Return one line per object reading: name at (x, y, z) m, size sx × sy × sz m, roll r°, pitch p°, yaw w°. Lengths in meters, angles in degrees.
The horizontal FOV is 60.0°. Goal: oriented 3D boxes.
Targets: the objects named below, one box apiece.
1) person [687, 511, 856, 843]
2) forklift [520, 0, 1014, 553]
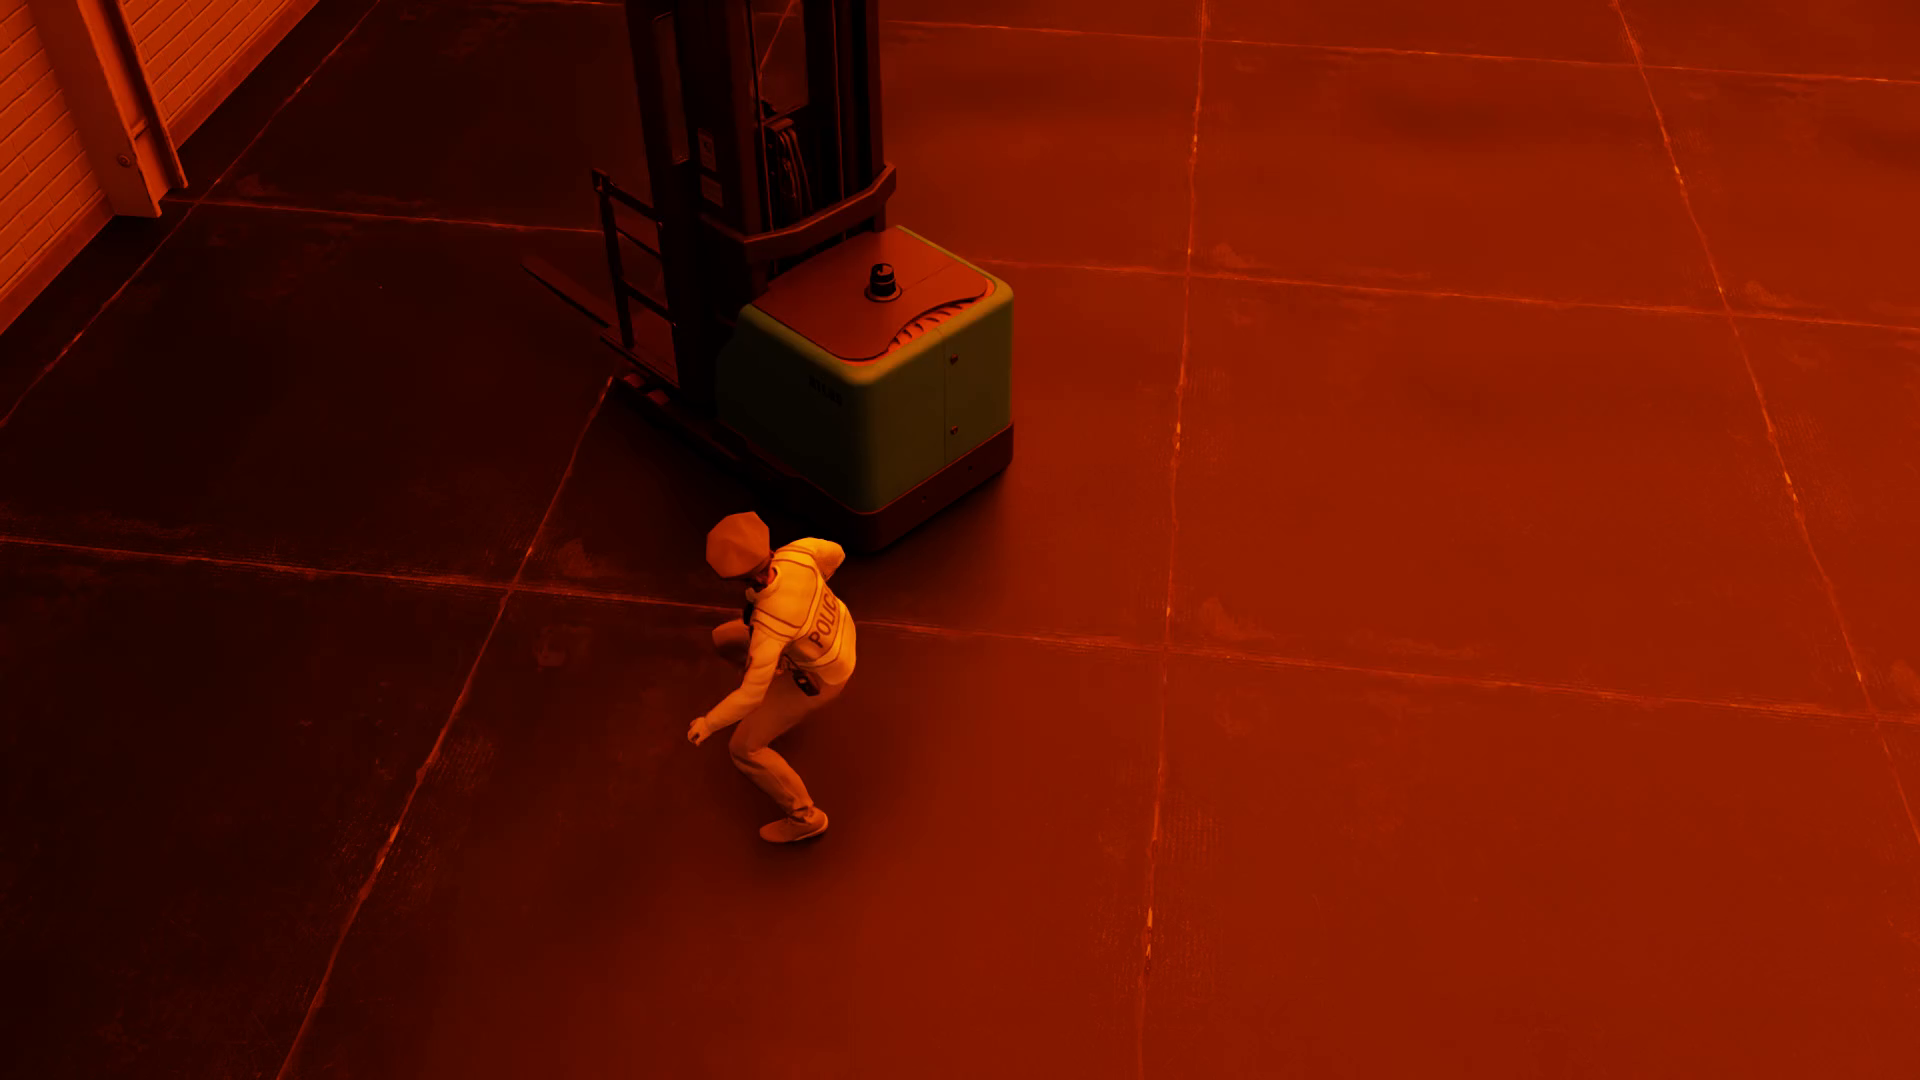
person at (-0.713, 0.443, 6.383) m, size 0.624 × 1.456 × 0.744 m, roll 2°, pitch 43°, yaw 2°
forklift at (-1.140, -1.909, 7.803) m, size 3.031 × 2.935 × 1.130 m, roll 34°, pitch 52°, yaw 31°
